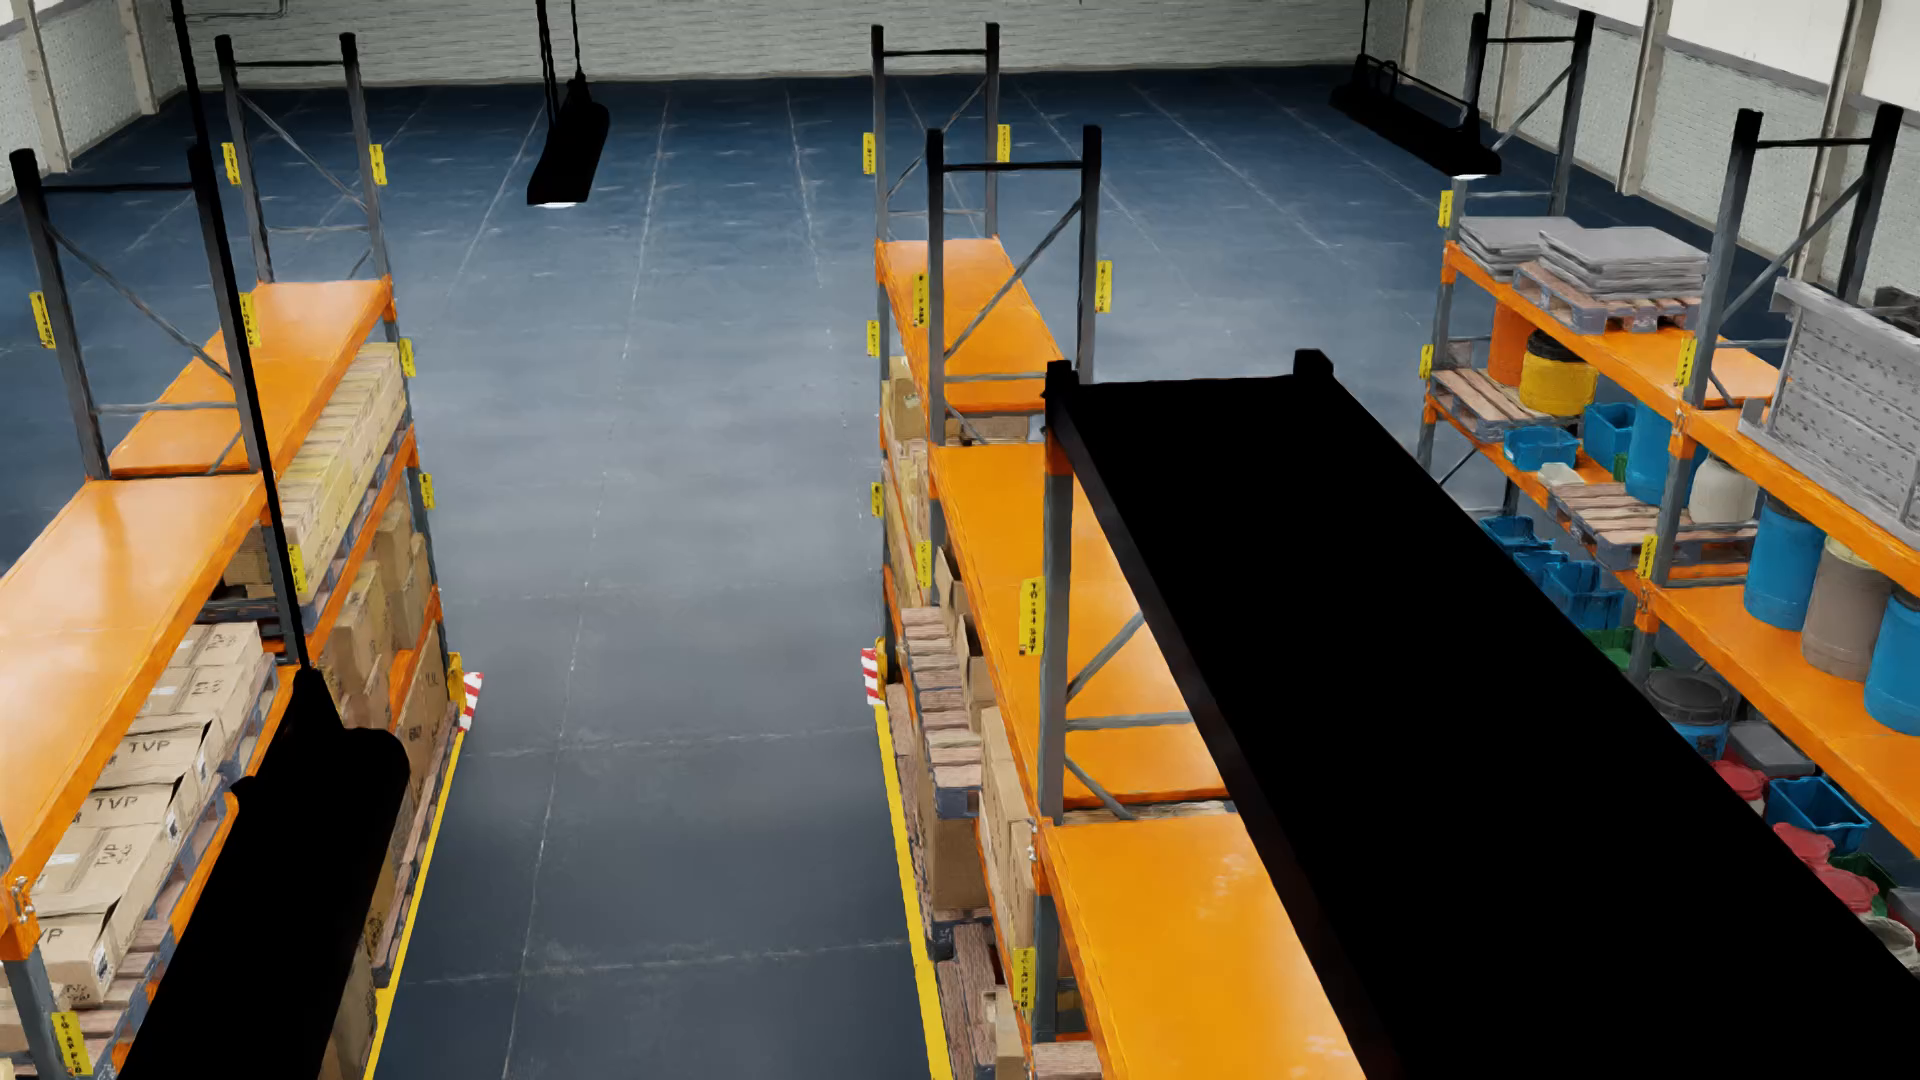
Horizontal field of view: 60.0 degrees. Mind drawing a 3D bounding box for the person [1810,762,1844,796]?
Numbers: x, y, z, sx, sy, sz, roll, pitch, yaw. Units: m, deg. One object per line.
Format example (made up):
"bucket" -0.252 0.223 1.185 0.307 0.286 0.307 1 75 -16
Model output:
"person" 1.137 4.348 5.166 20.554 3.467 6.717 -19 31 -34
